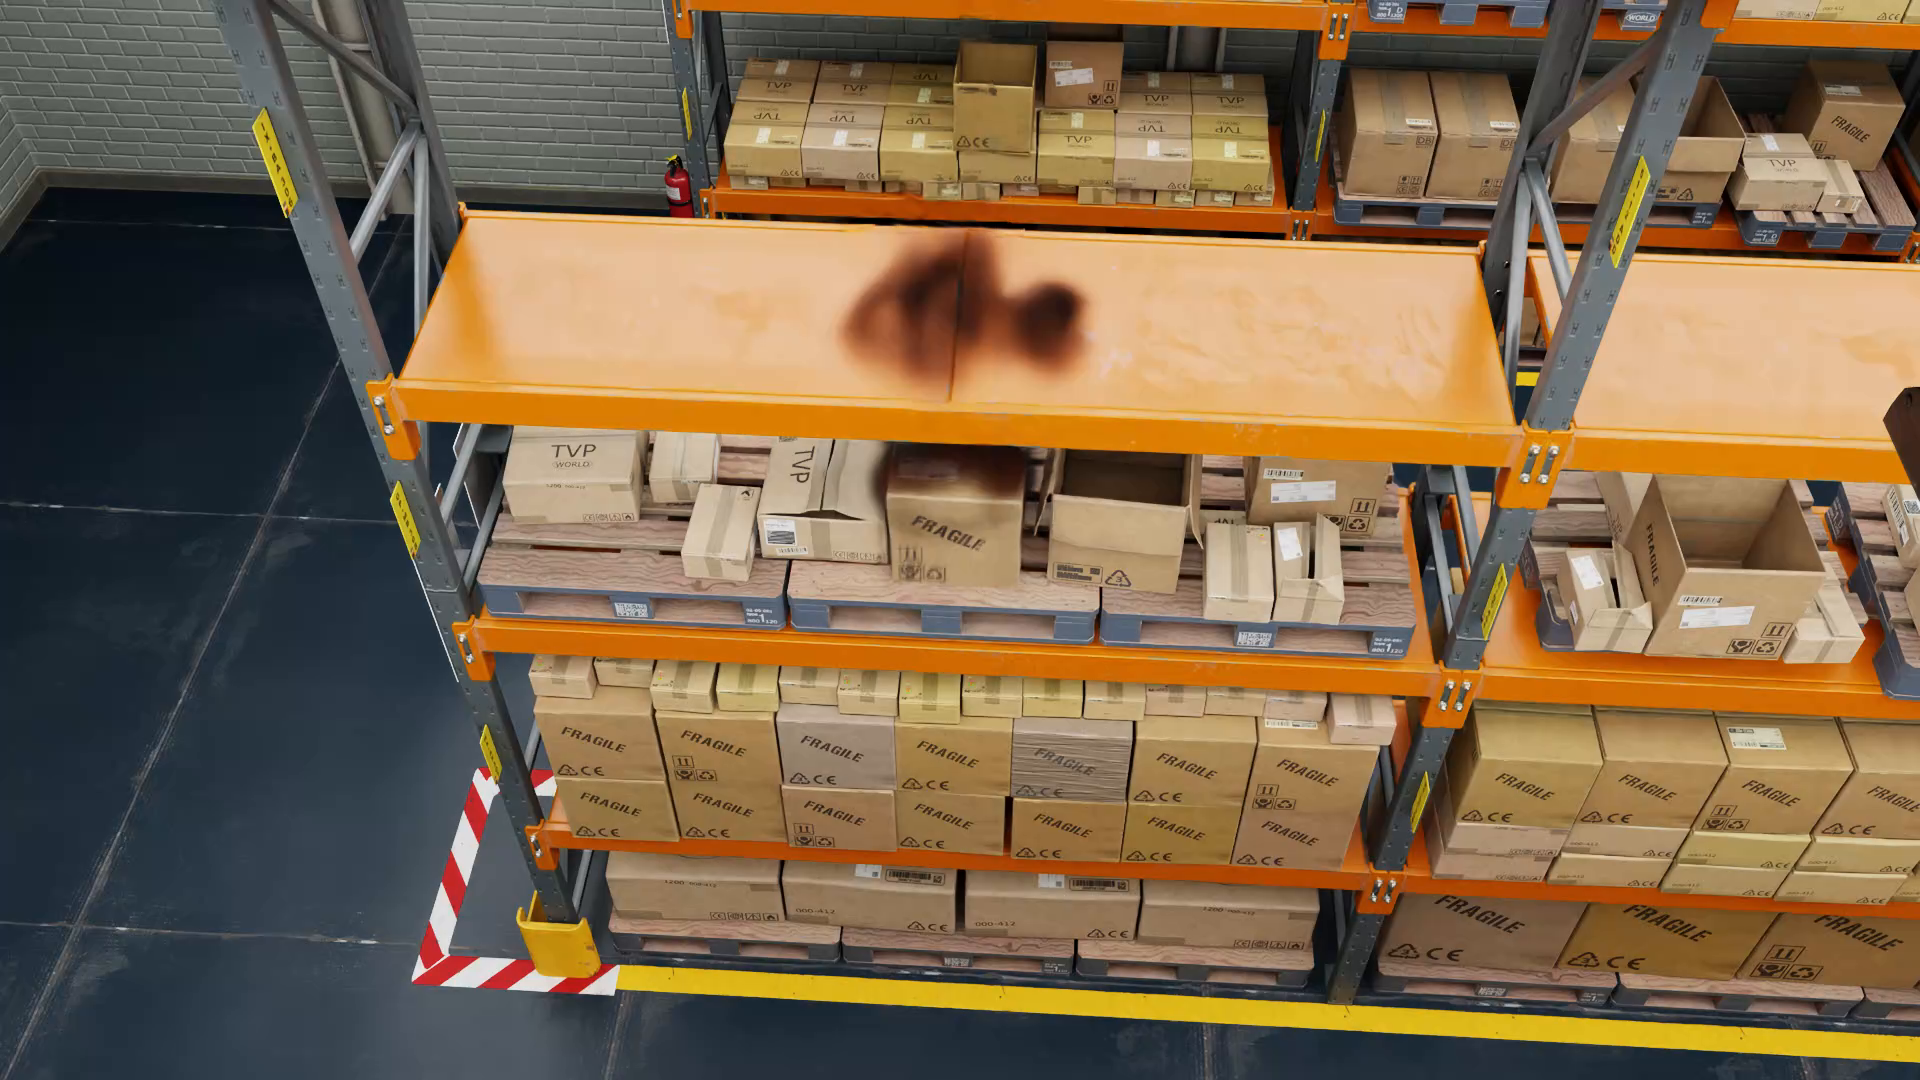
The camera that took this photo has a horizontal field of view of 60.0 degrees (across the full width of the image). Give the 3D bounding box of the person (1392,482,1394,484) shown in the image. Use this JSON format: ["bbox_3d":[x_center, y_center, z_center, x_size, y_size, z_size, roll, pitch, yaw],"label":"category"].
[{"bbox_3d":[2.145,0.269,9.372,0.686,1.740,0.555,1,48,0],"label":"person"}]
